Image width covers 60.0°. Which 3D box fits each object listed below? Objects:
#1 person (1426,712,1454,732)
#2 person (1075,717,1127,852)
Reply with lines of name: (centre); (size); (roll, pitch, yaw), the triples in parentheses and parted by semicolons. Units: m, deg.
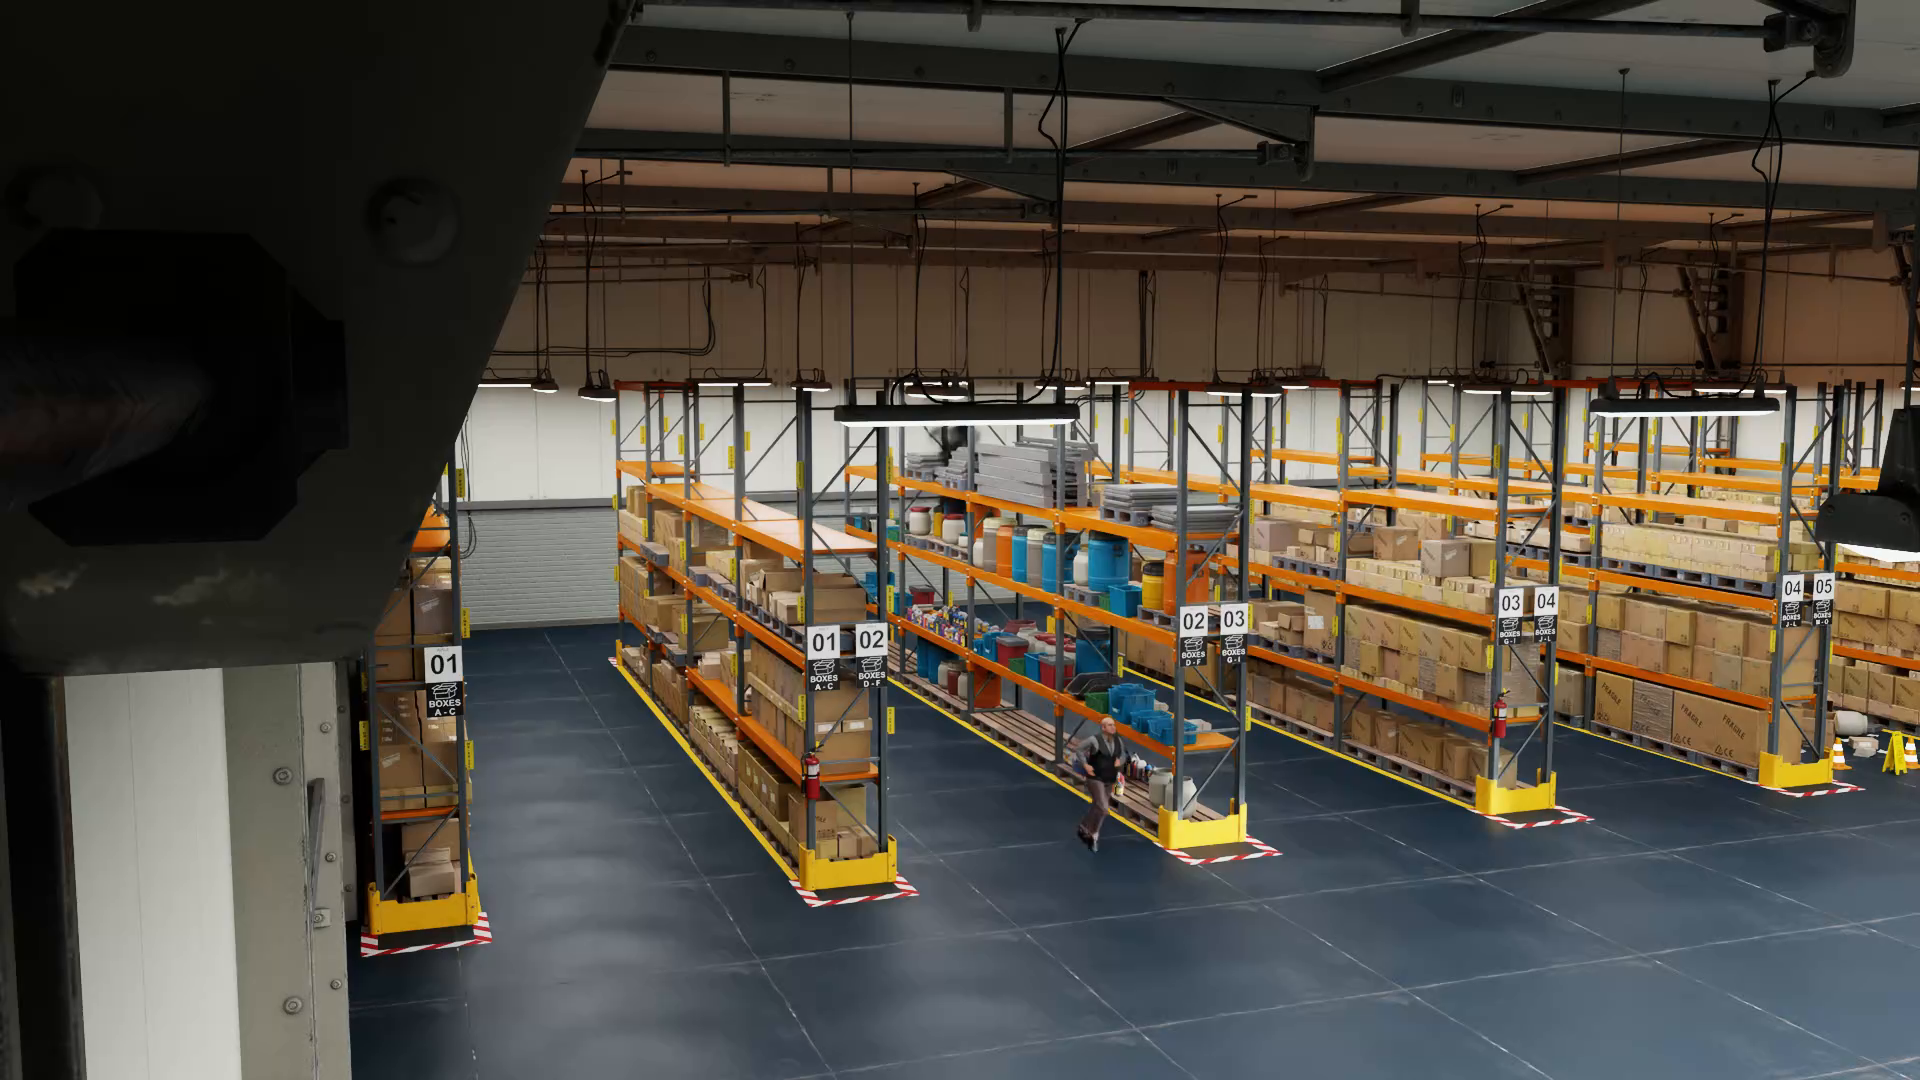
person: (8.373, 2.468, 28.957); (0.574, 1.656, 0.783); (-2, 7, -22)
person: (1.860, 3.197, 21.870); (0.640, 1.777, 0.675); (-4, 7, -35)
